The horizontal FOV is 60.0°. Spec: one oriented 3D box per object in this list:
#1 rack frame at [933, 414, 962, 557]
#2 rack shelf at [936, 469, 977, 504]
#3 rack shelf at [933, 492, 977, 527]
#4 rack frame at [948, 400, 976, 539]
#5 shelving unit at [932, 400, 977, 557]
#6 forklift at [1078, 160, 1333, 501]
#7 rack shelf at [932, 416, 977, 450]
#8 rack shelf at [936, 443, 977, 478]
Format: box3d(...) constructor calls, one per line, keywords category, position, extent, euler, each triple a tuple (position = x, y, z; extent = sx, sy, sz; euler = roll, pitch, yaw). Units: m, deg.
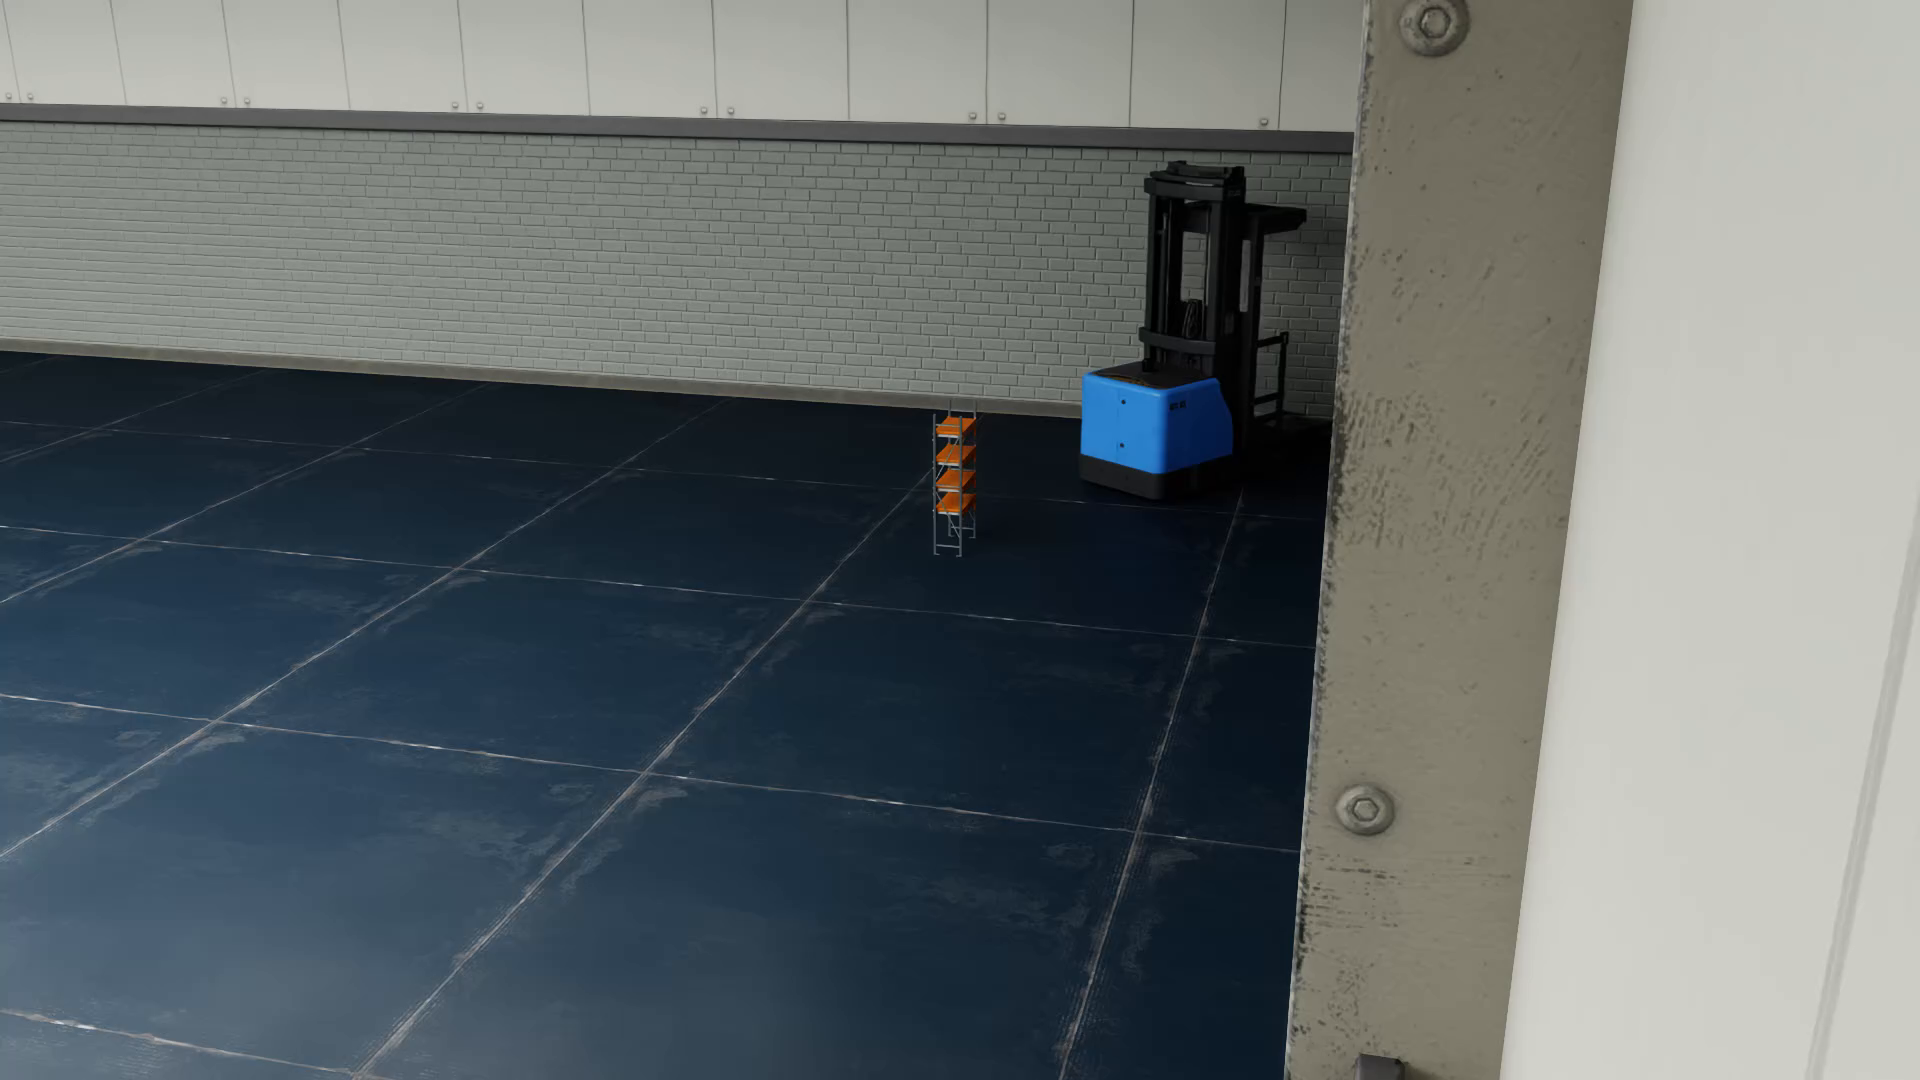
box3d(category="rack frame", position=(-0.100, -0.439, 13.618), extent=(0.240, 1.200, 0.015), euler=(5, 19, 13))
box3d(category="rack shelf", position=(-0.040, -0.452, 13.863), extent=(0.258, 0.148, 0.480), euler=(5, 19, 13))
box3d(category="rack shelf", position=(-0.040, -0.264, 13.928), extent=(0.258, 0.148, 0.480), euler=(5, 19, 13))
box3d(category="rack frame", position=(0.019, -0.592, 14.066), extent=(0.240, 1.200, 0.015), euler=(5, 19, 13))
box3d(category="shelving unit", position=(-0.040, -0.516, 13.842), extent=(0.258, 1.200, 0.503), euler=(5, 19, 13))
box3d(category="forklift", position=(2.541, -2.124, 15.872), extent=(3.031, 2.935, 1.130), euler=(-17, 25, -40))
box3d(category="rack shelf", position=(-0.040, -0.888, 13.715), extent=(0.258, 0.148, 0.480), euler=(5, 19, 13))
box3d(category="rack shelf", position=(-0.040, -0.664, 13.791), extent=(0.258, 0.148, 0.480), euler=(5, 19, 13))
